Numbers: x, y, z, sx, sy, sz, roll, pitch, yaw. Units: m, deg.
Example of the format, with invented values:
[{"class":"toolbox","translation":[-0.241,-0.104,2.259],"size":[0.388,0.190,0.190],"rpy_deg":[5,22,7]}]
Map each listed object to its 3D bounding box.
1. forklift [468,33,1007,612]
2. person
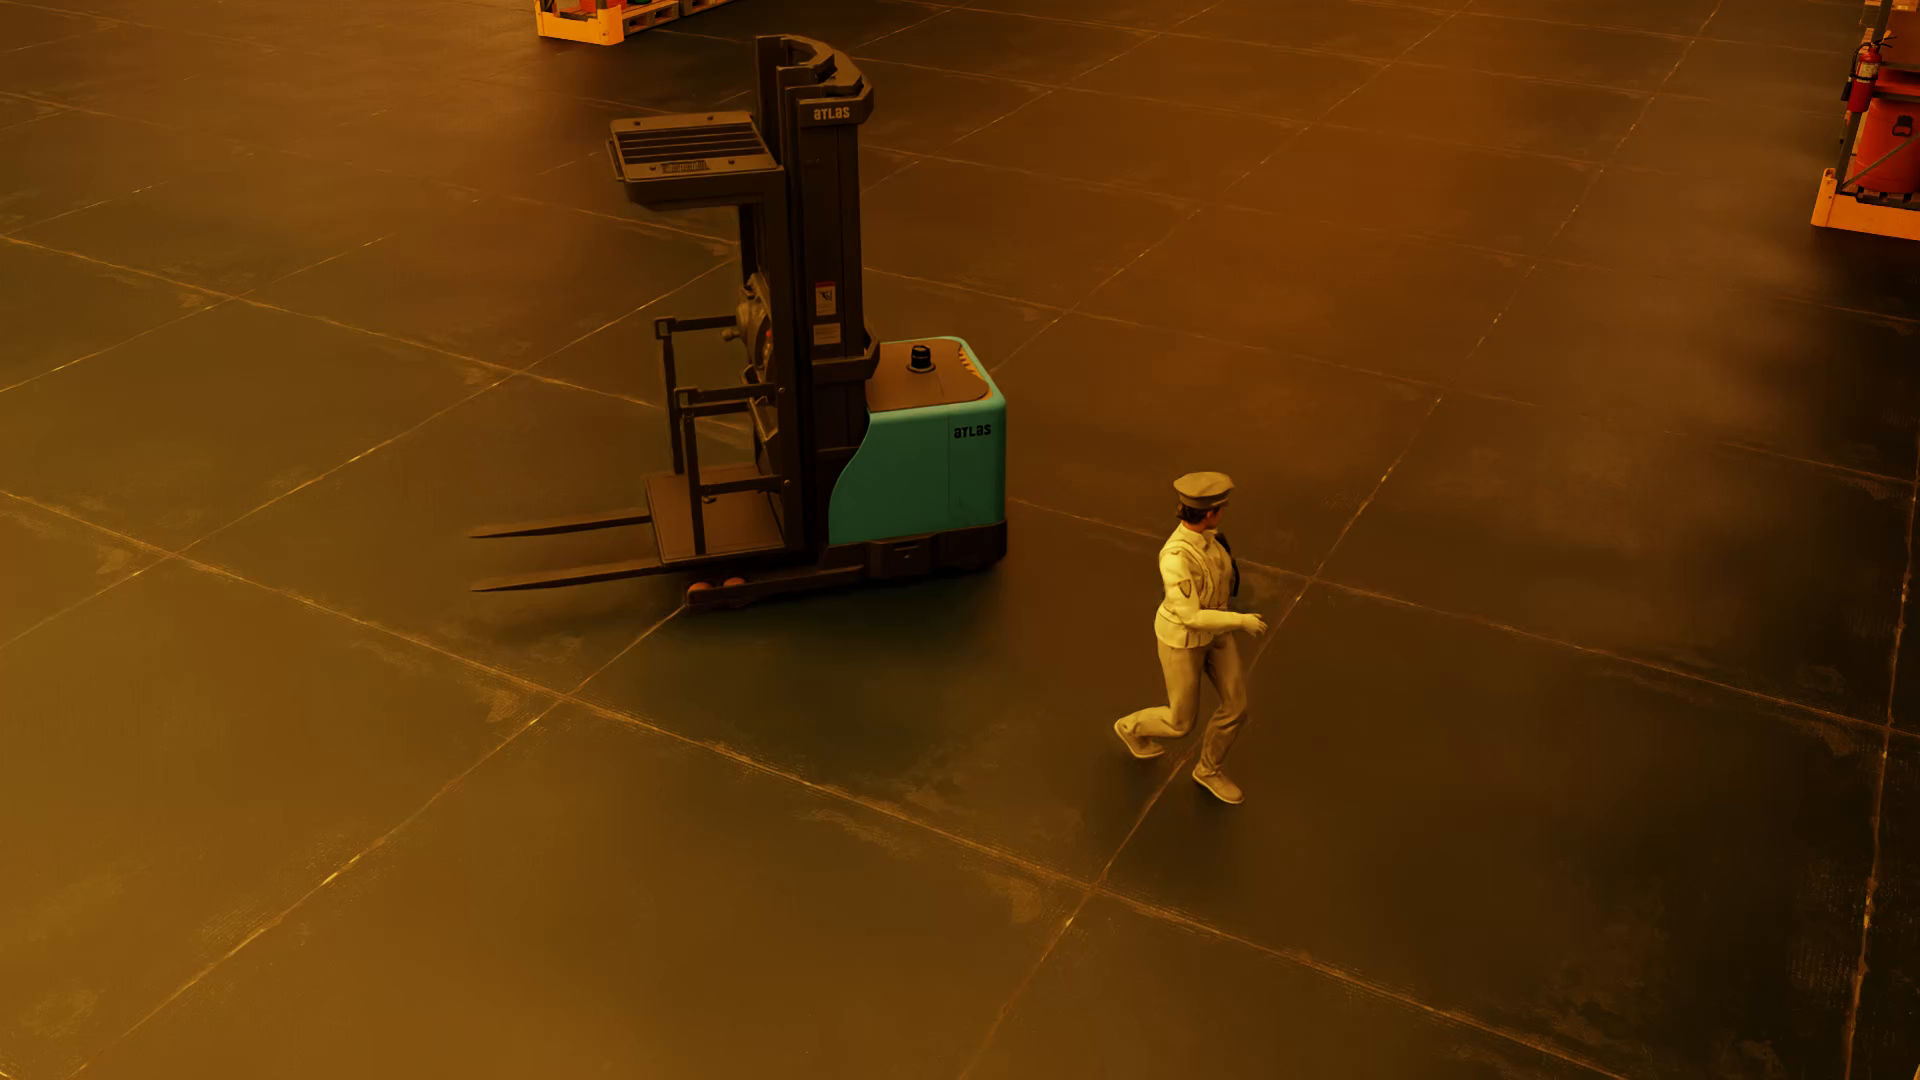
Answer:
[{"class":"forklift","translation":[-1.301,-1.157,9.076],"size":[3.031,2.935,1.130],"rpy_deg":[-8,31,-13]},{"class":"person","translation":[1.091,0.429,7.687],"size":[0.559,1.597,0.710],"rpy_deg":[-25,38,-36]}]
